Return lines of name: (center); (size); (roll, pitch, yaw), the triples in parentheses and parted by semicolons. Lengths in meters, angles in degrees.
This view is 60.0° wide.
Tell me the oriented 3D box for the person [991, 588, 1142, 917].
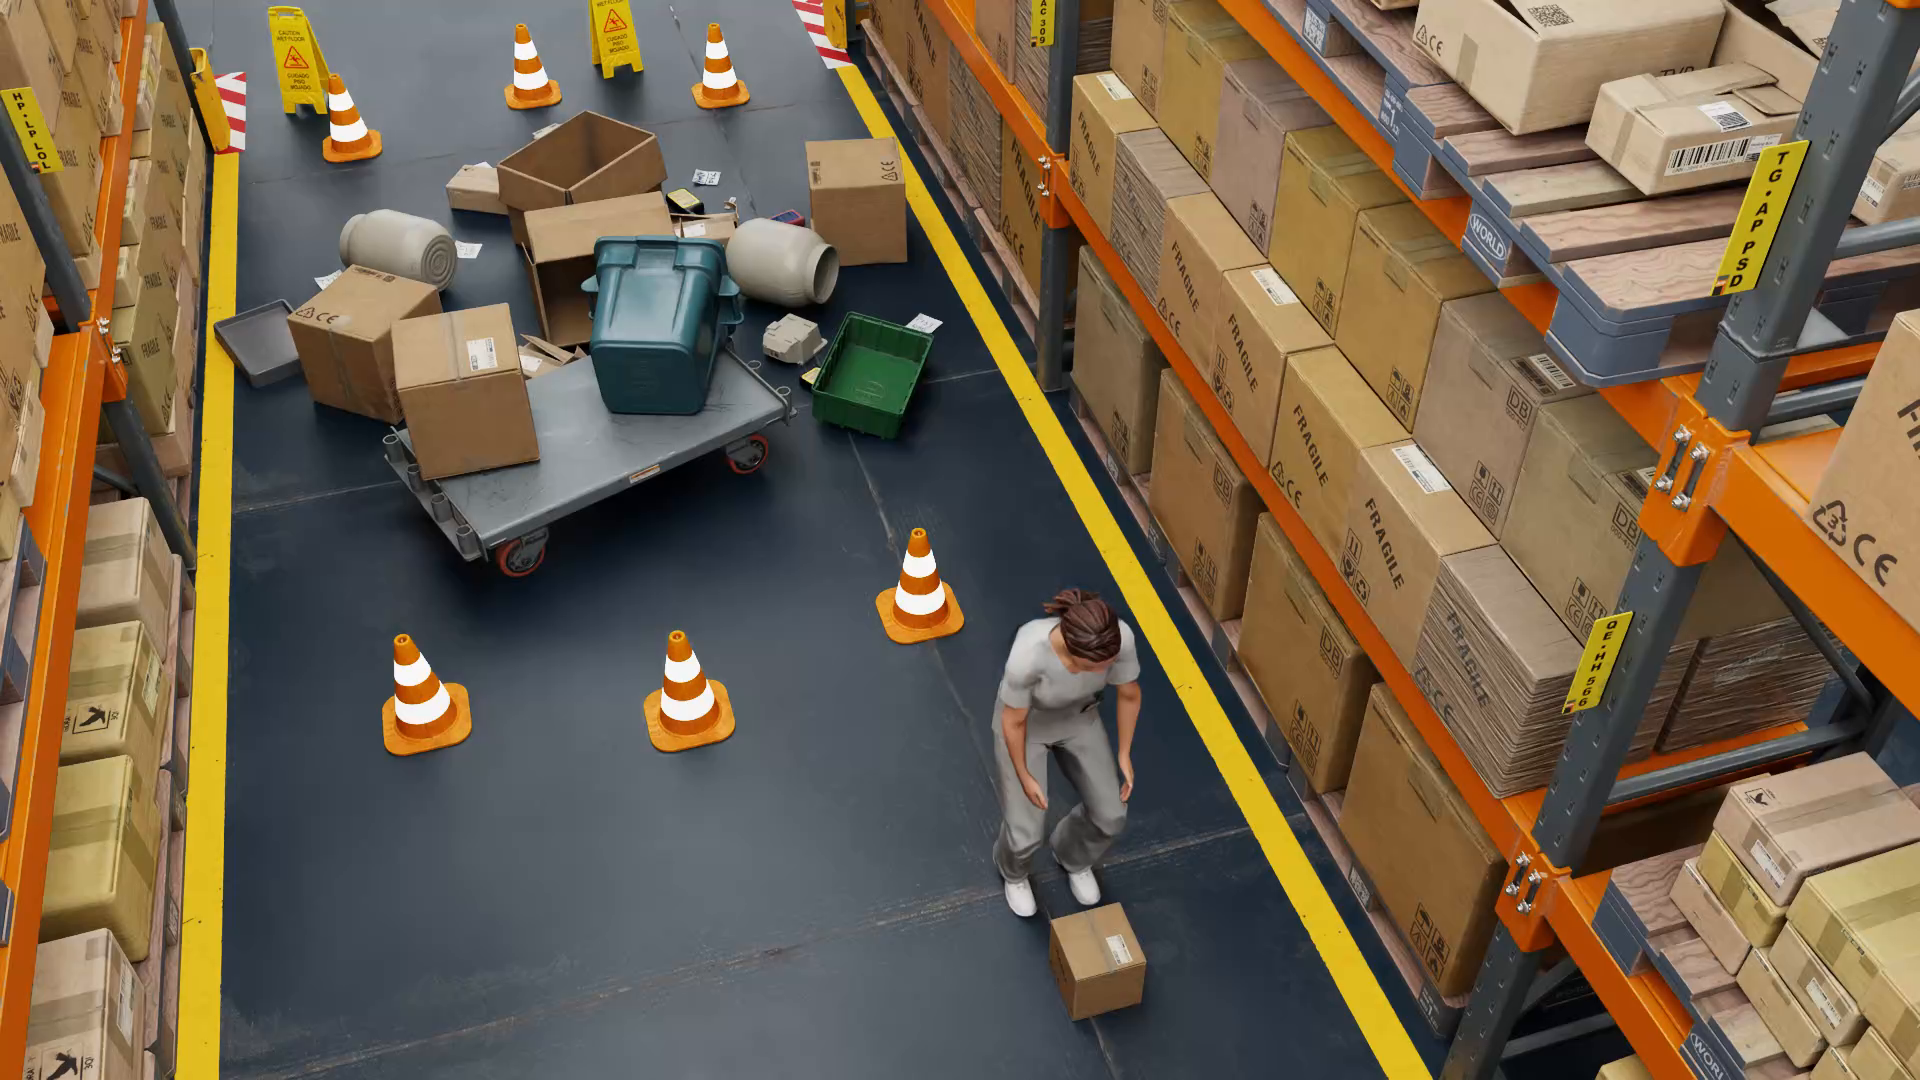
person: (0.350, 0.675, 5.532); (0.480, 1.536, 0.511); (-12, 44, -13)
